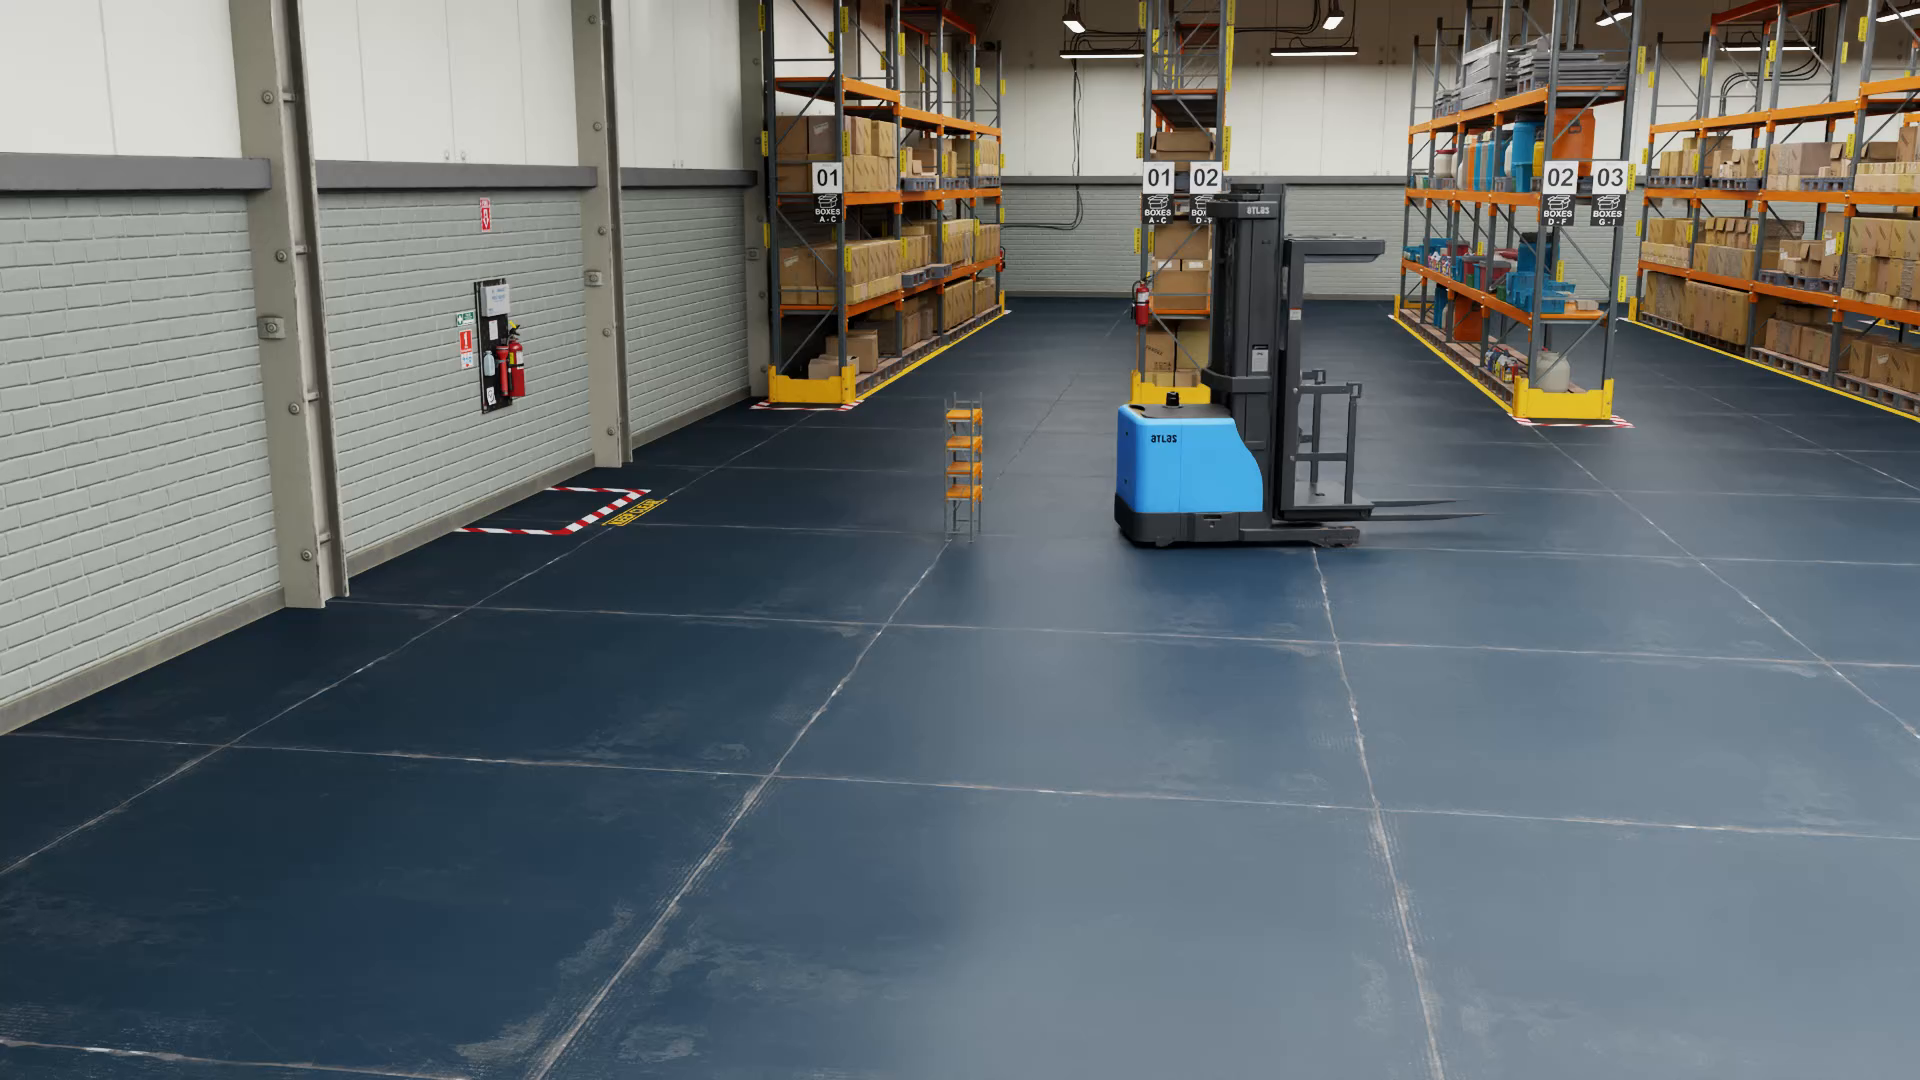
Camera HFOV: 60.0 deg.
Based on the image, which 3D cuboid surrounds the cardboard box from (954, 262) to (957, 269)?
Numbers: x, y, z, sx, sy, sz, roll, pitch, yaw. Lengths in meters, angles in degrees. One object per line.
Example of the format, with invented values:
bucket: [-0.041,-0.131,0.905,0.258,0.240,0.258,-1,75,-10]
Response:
cardboard box: [-0.260,-5.341,32.206,0.380,0.149,0.250,2,12,10]

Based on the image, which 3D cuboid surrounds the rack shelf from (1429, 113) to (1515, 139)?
rack shelf: [9.285,-7.500,30.091,1.077,0.370,4.000,2,12,9]

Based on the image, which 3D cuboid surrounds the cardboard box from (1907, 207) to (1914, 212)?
cardboard box: [19.584,-6.514,33.783,0.500,0.500,0.500,2,12,10]

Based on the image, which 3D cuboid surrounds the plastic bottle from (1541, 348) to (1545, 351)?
plastic bottle: [8.548,-2.642,24.377,0.144,0.351,0.185,2,12,7]

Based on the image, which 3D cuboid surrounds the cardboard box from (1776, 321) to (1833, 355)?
cardboard box: [13.715,-3.275,26.957,0.700,0.500,0.500,1,12,4]

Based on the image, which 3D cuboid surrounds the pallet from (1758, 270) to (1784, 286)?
pallet: [13.867,-4.292,27.244,1.213,0.211,1.003,2,12,9]

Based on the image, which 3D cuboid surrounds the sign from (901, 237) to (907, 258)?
sign: [-0.890,-4.594,26.133,0.100,0.325,0.005,2,12,9]

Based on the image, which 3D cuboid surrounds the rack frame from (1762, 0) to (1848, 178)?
rack frame: [13.871,-7.470,27.296,1.000,3.000,0.127,2,12,9]

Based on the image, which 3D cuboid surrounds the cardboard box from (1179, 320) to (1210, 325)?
cardboard box: [3.451,-2.943,24.279,0.500,0.500,0.500,2,12,9]

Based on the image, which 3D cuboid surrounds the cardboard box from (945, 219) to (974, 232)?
cardboard box: [-0.016,-6.317,33.414,0.500,0.250,0.500,2,12,10]

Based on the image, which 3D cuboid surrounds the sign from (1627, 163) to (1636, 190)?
sign: [8.290,-4.485,20.542,0.100,0.325,0.005,2,12,9]

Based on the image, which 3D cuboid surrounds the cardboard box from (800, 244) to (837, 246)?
cardboard box: [-2.018,-3.974,23.842,0.500,0.500,0.500,2,12,7]

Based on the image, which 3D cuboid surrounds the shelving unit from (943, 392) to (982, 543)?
shelving unit: [0.025,-0.621,14.027,0.258,1.200,0.503,2,12,9]

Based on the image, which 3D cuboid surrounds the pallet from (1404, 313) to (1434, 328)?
pallet: [9.852,-4.577,34.728,1.003,0.211,1.213,2,12,9]

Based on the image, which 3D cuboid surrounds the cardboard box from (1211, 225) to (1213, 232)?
cardboard box: [5.049,-6.319,33.582,0.500,0.500,0.500,2,12,10]

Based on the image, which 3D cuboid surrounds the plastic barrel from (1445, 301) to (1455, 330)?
plastic barrel: [9.209,-4.062,30.449,0.600,0.588,0.708,2,12,9]

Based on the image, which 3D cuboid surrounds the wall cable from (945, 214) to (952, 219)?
wall cable: [-0.319,-7.478,39.162,0.084,1.984,1.851,2,12,9]

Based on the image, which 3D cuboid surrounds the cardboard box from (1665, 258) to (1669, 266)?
cardboard box: [14.407,-5.589,33.404,0.380,0.149,0.250,2,12,8]

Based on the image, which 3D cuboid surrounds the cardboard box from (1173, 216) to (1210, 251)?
cardboard box: [3.330,-4.512,24.493,0.700,0.500,0.500,2,12,9]

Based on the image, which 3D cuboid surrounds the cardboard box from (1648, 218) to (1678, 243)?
cardboard box: [14.684,-6.446,34.655,0.500,0.500,0.500,2,12,7]

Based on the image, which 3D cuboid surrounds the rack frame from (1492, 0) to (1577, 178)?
rack frame: [8.362,-6.798,24.177,1.000,3.000,0.127,2,12,9]

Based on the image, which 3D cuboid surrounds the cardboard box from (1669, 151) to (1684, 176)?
cardboard box: [14.837,-7.640,33.732,0.700,0.500,0.500,1,12,5]

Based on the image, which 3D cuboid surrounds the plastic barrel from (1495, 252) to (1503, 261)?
plastic barrel: [8.965,-4.444,27.229,0.421,0.512,0.421,0,12,0]

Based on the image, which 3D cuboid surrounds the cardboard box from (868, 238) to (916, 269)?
cardboard box: [-1.152,-4.809,27.908,0.700,0.500,0.500,4,13,16]

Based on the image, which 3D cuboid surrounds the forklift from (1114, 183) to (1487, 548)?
forklift: [2.889,-1.480,13.903,3.031,2.935,1.130,-1,12,-4]

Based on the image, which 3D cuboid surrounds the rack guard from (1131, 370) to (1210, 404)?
rack guard: [2.849,-1.967,21.934,1.175,0.500,0.348,2,12,9]

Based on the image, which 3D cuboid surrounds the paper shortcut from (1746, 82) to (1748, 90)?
paper shortcut: [13.555,-7.830,28.636,0.009,0.170,0.078,12,-17,6]

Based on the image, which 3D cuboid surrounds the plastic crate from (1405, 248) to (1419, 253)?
plastic crate: [9.743,-6.133,35.587,0.416,0.233,0.300,2,12,9]

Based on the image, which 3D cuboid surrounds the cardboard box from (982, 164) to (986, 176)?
cardboard box: [0.262,-7.740,34.789,0.500,0.250,0.500,2,12,7]

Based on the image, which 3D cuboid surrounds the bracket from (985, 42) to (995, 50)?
bracket: [0.758,-12.535,42.253,0.235,0.232,0.430,2,12,9]

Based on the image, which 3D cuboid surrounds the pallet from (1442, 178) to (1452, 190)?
pallet: [9.397,-6.502,30.373,1.003,0.211,1.213,2,12,9]

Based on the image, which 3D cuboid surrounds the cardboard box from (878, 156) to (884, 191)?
cardboard box: [-1.399,-5.377,24.418,0.500,0.500,0.500,1,12,6]

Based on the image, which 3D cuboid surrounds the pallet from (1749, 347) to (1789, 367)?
pallet: [13.749,-3.012,27.468,1.003,0.211,1.213,2,12,9]

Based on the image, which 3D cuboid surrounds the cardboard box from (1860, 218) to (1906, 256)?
cardboard box: [12.860,-4.198,23.038,0.500,0.500,0.500,2,12,9]

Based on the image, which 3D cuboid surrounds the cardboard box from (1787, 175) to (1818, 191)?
cardboard box: [13.398,-5.627,26.219,0.500,0.250,0.500,2,12,10]

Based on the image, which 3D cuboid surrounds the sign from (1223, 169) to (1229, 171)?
sign: [4.630,-6.597,28.951,0.100,0.325,0.005,2,12,9]

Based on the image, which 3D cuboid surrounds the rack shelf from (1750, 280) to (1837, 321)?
rack shelf: [13.564,-3.770,26.072,1.077,0.370,4.000,2,12,9]

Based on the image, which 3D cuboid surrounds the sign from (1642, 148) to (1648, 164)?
sign: [14.554,-8.154,35.329,0.100,0.325,0.005,2,12,9]

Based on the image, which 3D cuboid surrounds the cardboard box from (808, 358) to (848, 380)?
cardboard box: [-1.847,-2.395,23.327,0.500,0.311,0.500,0,12,2]

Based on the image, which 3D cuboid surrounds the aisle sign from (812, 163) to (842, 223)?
aisle sign: [-1.757,-4.600,22.047,0.394,0.787,0.004,2,12,9]

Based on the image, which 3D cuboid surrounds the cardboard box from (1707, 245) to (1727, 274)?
cardboard box: [14.015,-5.123,30.406,0.500,0.500,0.500,2,12,7]

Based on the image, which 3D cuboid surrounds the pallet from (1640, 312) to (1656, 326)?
pallet: [15.056,-4.671,35.165,1.003,0.211,1.213,2,12,9]

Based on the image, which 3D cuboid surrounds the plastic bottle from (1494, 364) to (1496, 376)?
plastic bottle: [7.732,-2.460,23.888,0.097,0.201,0.097,0,12,0]

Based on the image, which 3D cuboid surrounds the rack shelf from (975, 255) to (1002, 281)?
rack shelf: [0.111,-5.916,36.034,1.077,0.370,4.000,2,12,9]

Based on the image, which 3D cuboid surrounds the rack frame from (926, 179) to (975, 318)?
rack frame: [-0.197,-5.852,34.026,1.000,3.000,0.127,2,12,9]

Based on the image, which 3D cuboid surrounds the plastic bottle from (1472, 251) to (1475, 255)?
plastic bottle: [9.774,-5.305,31.605,0.144,0.351,0.185,2,12,9]

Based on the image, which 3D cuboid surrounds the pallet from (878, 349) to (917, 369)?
pallet: [-1.309,-2.985,27.345,1.003,0.211,1.213,2,12,9]

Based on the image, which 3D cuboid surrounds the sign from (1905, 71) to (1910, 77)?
sign: [19.451,-9.467,34.155,0.100,0.325,0.005,2,12,9]

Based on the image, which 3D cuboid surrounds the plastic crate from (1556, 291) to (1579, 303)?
plastic crate: [8.362,-3.390,23.231,0.530,0.136,0.437,2,12,9]

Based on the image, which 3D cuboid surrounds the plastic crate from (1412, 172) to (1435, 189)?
plastic crate: [9.701,-7.490,34.657,0.504,0.338,0.767,2,12,9]

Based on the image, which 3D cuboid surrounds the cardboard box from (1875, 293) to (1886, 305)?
cardboard box: [12.758,-3.286,22.718,0.380,0.149,0.250,2,12,9]

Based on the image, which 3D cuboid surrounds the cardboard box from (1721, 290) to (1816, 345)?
cardboard box: [13.998,-3.847,28.771,1.225,0.875,0.875,1,12,6]
